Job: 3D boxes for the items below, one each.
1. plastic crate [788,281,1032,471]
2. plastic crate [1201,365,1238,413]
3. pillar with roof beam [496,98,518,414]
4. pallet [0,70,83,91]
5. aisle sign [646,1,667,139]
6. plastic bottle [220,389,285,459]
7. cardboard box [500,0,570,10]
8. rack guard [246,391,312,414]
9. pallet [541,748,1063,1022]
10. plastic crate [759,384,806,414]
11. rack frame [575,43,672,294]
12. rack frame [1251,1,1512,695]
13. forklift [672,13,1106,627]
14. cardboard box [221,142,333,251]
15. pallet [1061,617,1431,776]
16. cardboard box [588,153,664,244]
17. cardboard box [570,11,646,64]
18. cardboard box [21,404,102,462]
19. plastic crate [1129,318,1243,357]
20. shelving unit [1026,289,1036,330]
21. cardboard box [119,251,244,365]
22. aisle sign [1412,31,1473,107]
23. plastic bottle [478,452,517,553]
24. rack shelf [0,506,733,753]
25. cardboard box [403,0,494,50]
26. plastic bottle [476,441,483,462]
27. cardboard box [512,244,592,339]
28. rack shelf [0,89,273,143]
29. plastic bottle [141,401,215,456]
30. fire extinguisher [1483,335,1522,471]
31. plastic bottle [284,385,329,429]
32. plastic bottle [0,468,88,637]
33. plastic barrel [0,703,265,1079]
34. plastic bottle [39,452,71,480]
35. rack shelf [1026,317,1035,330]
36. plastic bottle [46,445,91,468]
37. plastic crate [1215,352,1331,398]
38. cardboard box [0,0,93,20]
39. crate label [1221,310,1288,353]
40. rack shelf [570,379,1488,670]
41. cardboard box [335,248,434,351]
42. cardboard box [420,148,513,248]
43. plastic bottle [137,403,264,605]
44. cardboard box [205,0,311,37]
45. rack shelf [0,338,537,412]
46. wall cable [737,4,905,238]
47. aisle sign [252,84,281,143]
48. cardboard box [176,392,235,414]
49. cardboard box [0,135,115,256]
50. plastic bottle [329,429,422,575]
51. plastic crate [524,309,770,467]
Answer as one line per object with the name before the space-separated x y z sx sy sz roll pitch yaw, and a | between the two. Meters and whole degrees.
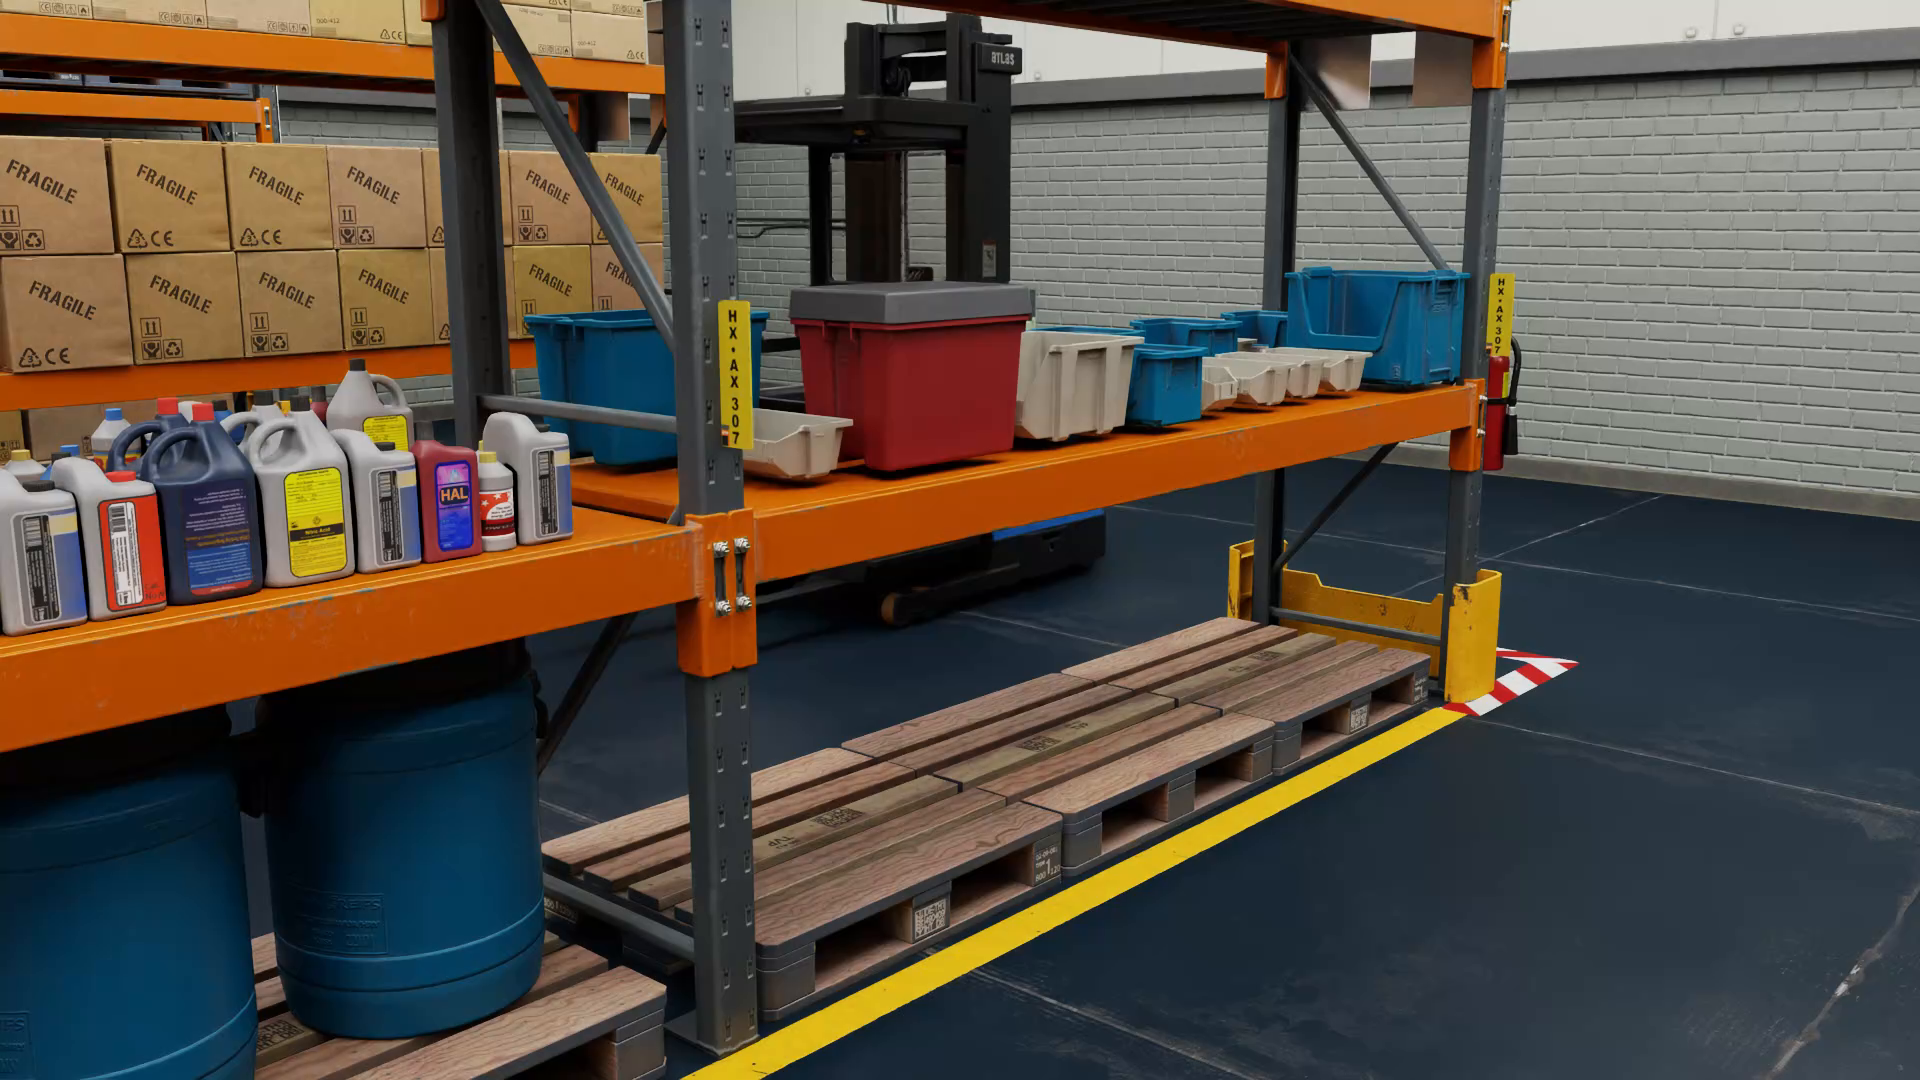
plastic crate | -0.129 -0.460 4.537 0.402 0.464 0.583 10 15 40
plastic crate | 0.782 -0.514 5.647 0.298 0.136 0.250 10 15 40
pillar with roof beam | -1.342 -5.064 12.588 9.100 9.000 0.400 10 15 40
pallet | -6.996 -3.306 11.673 1.003 0.211 1.213 10 15 40
aisle sign | -1.710 -2.775 9.807 0.394 0.787 0.004 10 15 40
plastic bottle | -1.376 -0.117 3.263 0.144 0.351 0.185 10 15 40
cardboard box | -2.462 -2.990 8.970 0.500 0.250 0.500 10 15 40
rack guard | -5.693 -0.947 13.676 1.175 0.500 0.348 10 15 40
pallet | -0.451 0.954 4.894 1.003 0.211 1.213 10 15 40
plastic crate | -0.370 -0.394 5.074 0.437 0.125 0.590 10 15 40
rack frame | -1.985 -1.529 10.210 1.000 3.000 0.127 10 15 40
rack frame | 1.733 -0.888 7.001 1.000 3.000 0.127 10 15 40
forklift | -0.507 -1.125 8.360 1.130 2.935 3.031 9 15 39
cardboard box | -3.423 -1.665 8.079 0.500 0.500 0.500 9 15 39
pallet | 1.160 0.595 6.691 1.003 0.211 1.213 10 15 40
cardboard box | -2.072 -1.968 9.596 0.500 0.500 0.500 10 15 40
cardboard box | -2.126 -2.817 9.382 0.500 0.250 0.500 10 15 40
cardboard box | -6.757 -0.886 12.297 0.700 0.500 0.500 9 14 39
plastic crate | 0.889 -0.745 6.557 0.416 0.233 0.300 10 15 40
shelving unit | 0.128 -0.792 10.347 0.431 1.500 0.755 6 13 26
cardboard box | -3.749 -1.105 7.832 0.500 0.500 0.500 10 15 41
aisle sign | 2.001 -2.136 6.609 0.394 0.787 0.004 10 15 40
plastic bottle | -0.980 -0.082 3.471 0.097 0.201 0.097 0 11 0
rack shelf | -2.227 0.347 2.651 1.077 0.370 4.000 10 15 40
cardboard box | -2.785 -2.670 8.644 0.500 0.250 0.500 10 15 40
plastic bottle | -1.030 -0.116 3.641 0.097 0.201 0.097 0 11 0
cardboard box | -2.416 -1.401 9.309 0.500 0.500 0.500 10 15 41
rack shelf | -7.029 -2.993 11.717 1.077 0.370 4.000 10 15 40
plastic bottle | -1.740 -0.166 3.702 0.152 0.276 0.135 10 15 40
fire extinguisher | 2.174 -0.631 6.862 0.296 0.674 0.183 10 15 40
plastic bottle | -1.558 -0.224 3.973 0.061 0.283 0.133 10 15 40
plastic bottle | -1.587 0.008 2.827 0.152 0.276 0.135 10 15 40
plastic barrel | -1.746 0.705 3.307 0.600 0.901 0.708 10 15 40
plastic bottle | -1.604 -0.022 2.994 0.097 0.271 0.097 0 11 0
rack shelf | 0.128 -1.175 10.270 0.431 0.370 0.720 6 13 26
plastic bottle | -1.902 -0.102 3.570 0.097 0.201 0.097 0 11 0
plastic crate | 1.129 -0.604 6.099 0.396 0.136 0.243 10 15 40
cardboard box | -4.118 -2.378 7.182 0.500 0.250 0.500 10 15 40
crate label | 1.323 -0.842 7.042 0.416 0.233 0.303 10 15 40
rack shelf | 0.413 -0.241 5.598 1.077 0.370 4.000 10 15 40
cardboard box | -3.082 -1.254 8.574 0.500 0.500 0.500 9 15 40
cardboard box | -2.744 -1.816 8.839 0.500 0.500 0.500 10 15 42
plastic bottle | -1.390 -0.071 3.034 0.144 0.351 0.185 10 15 40
cardboard box | -3.454 -2.524 7.915 0.500 0.250 0.500 10 15 40
rack shelf | -3.305 -0.882 8.807 1.077 0.370 4.000 10 15 40
wall cable | -1.706 -4.374 17.065 3.097 2.526 0.112 10 15 40
aisle sign | -5.436 -3.416 13.018 0.394 0.787 0.004 10 15 40
cardboard box | -6.095 -1.033 13.037 0.700 0.500 0.500 10 15 40
cardboard box | -4.103 -1.513 7.321 0.500 0.500 0.500 10 15 42
plastic bottle | -1.166 -0.085 3.298 0.152 0.276 0.135 10 15 40
plastic crate | -0.855 -0.434 4.614 0.392 0.384 0.575 10 15 40
